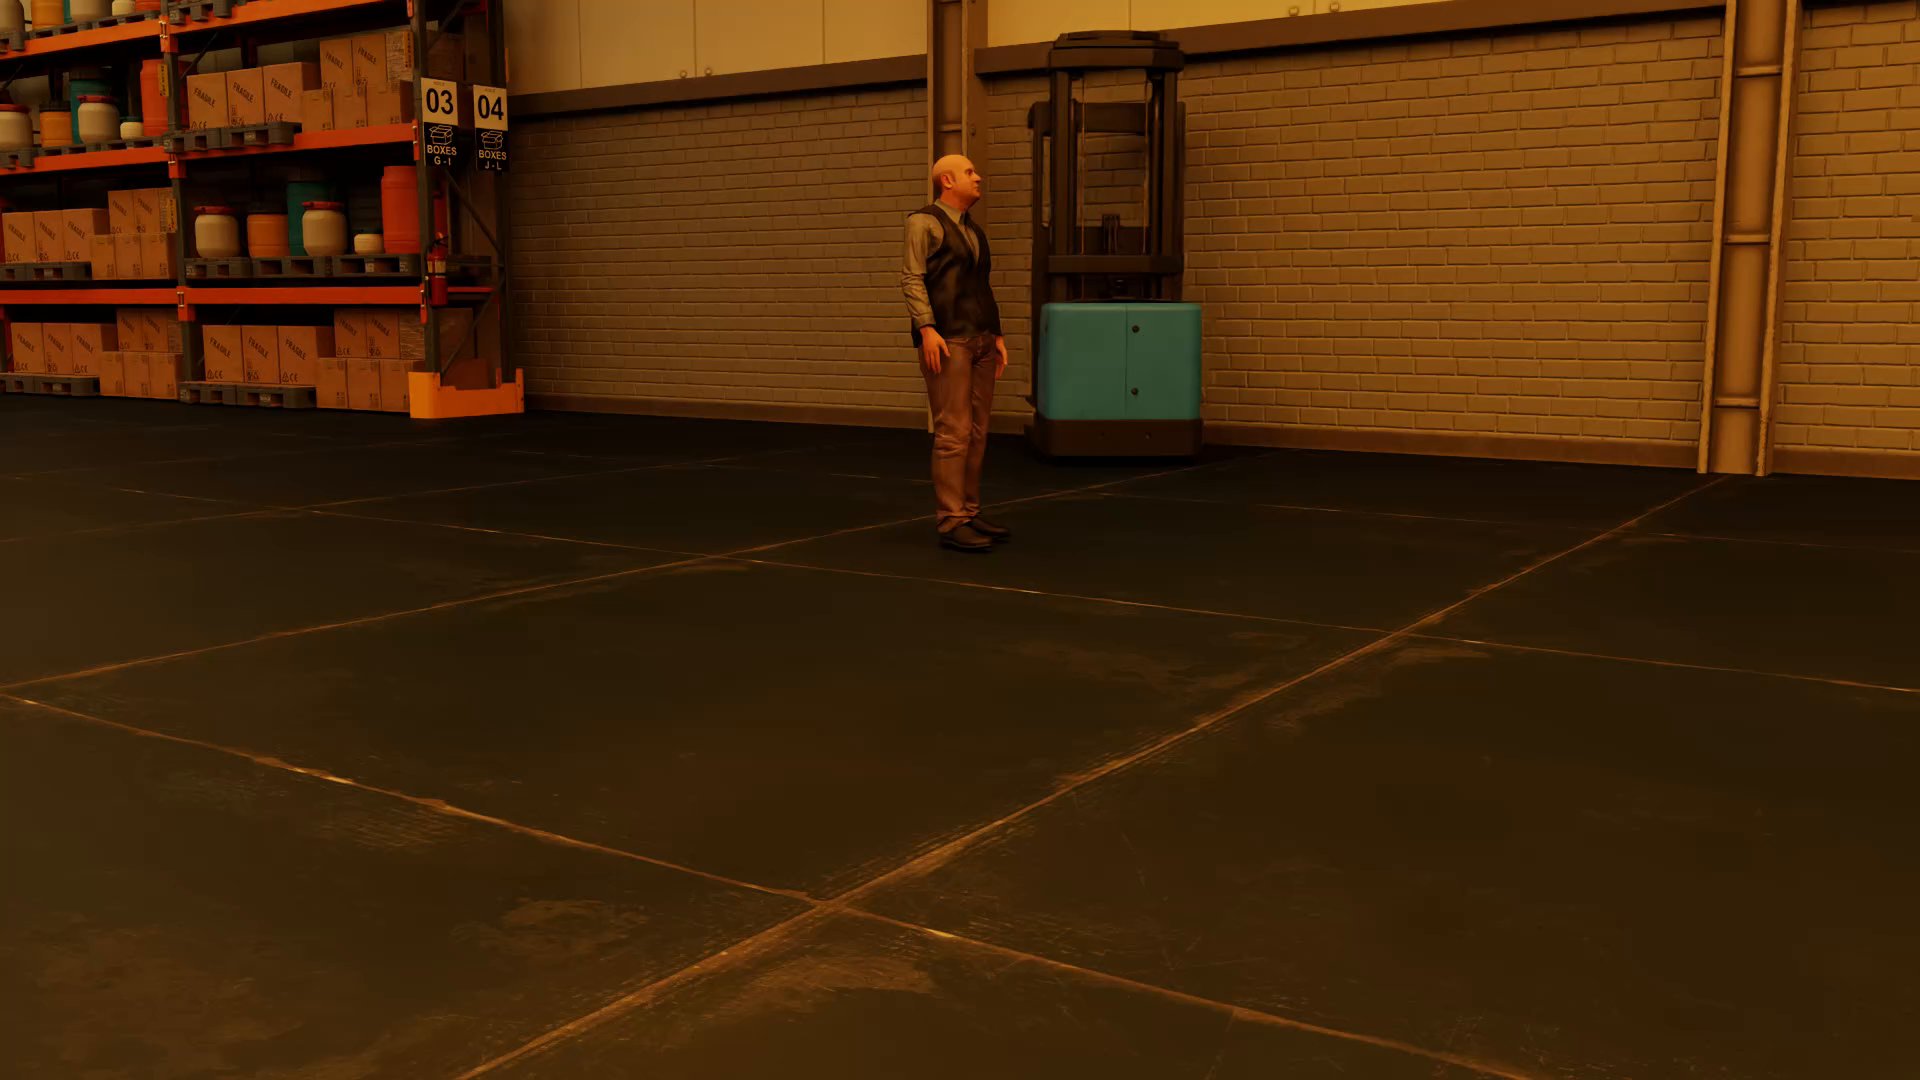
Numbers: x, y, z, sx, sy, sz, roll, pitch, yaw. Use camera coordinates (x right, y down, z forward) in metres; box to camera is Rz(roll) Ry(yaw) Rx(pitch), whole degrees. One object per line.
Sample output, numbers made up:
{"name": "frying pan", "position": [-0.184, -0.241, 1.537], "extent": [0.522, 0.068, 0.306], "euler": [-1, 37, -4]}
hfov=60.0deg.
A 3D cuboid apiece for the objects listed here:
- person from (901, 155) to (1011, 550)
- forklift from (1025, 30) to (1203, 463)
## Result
{"name": "person", "position": [0.047, -0.854, 7.440], "extent": [0.568, 1.720, 0.632], "euler": [5, 10, 34]}
{"name": "forklift", "position": [1.064, -2.148, 12.295], "extent": [1.130, 2.935, 3.031], "euler": [0, 8, -1]}
